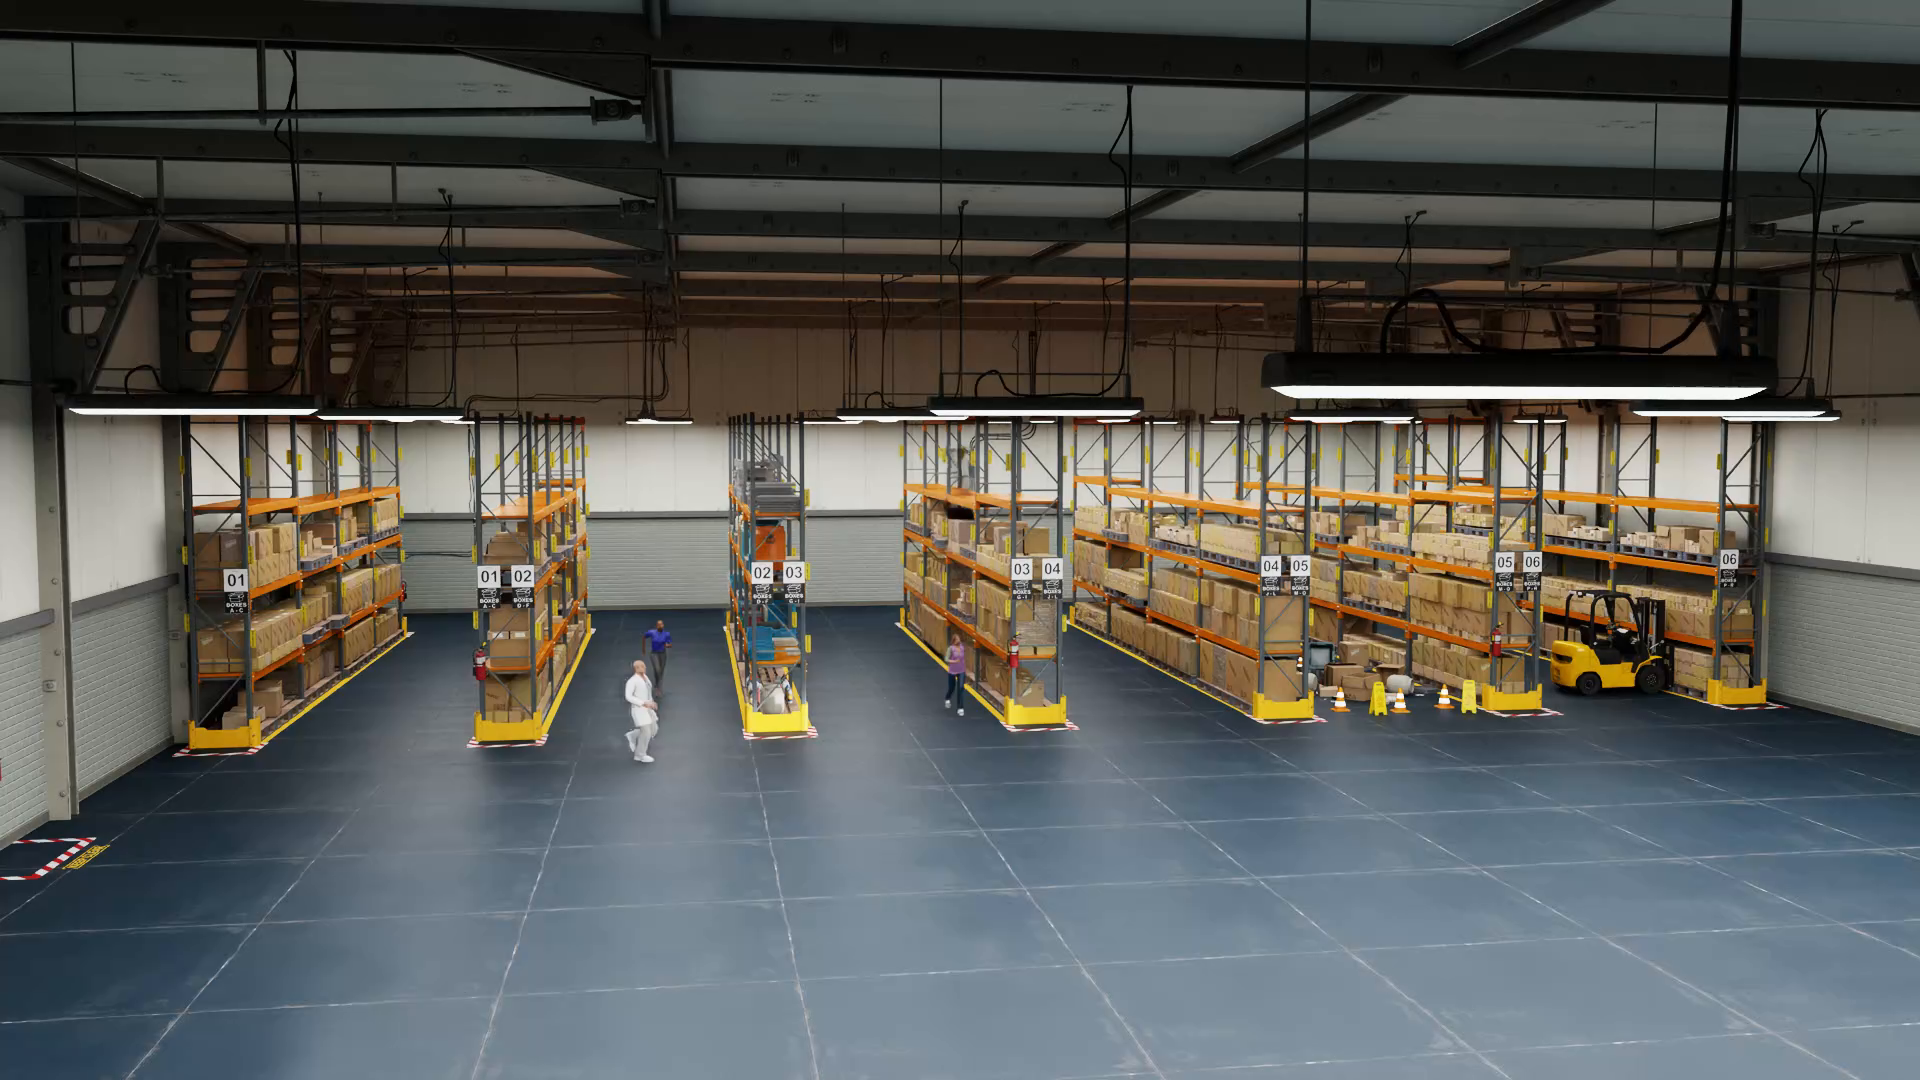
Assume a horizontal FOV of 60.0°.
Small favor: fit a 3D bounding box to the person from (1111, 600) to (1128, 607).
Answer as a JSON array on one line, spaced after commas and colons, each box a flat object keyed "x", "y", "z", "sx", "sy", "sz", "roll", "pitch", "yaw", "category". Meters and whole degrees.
[{"x": 4.713, "y": 1.507, "z": 49.783, "sx": 0.844, "sy": 1.677, "sz": 0.669, "roll": 4, "pitch": 5, "yaw": 43, "category": "person"}]

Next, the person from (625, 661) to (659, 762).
[{"x": -5.485, "y": 2.967, "z": 28.492, "sx": 0.639, "sy": 1.657, "sz": 0.712, "roll": 1, "pitch": 4, "yaw": 19, "category": "person"}]

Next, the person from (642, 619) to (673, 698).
[{"x": -6.407, "y": 2.514, "z": 35.293, "sx": 0.601, "sy": 1.661, "sz": 0.797, "roll": -1, "pitch": 4, "yaw": -20, "category": "person"}]

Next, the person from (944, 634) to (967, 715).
[{"x": -0.087, "y": 2.651, "z": 33.119, "sx": 0.537, "sy": 1.586, "sz": 0.881, "roll": -1, "pitch": 4, "yaw": -20, "category": "person"}]
